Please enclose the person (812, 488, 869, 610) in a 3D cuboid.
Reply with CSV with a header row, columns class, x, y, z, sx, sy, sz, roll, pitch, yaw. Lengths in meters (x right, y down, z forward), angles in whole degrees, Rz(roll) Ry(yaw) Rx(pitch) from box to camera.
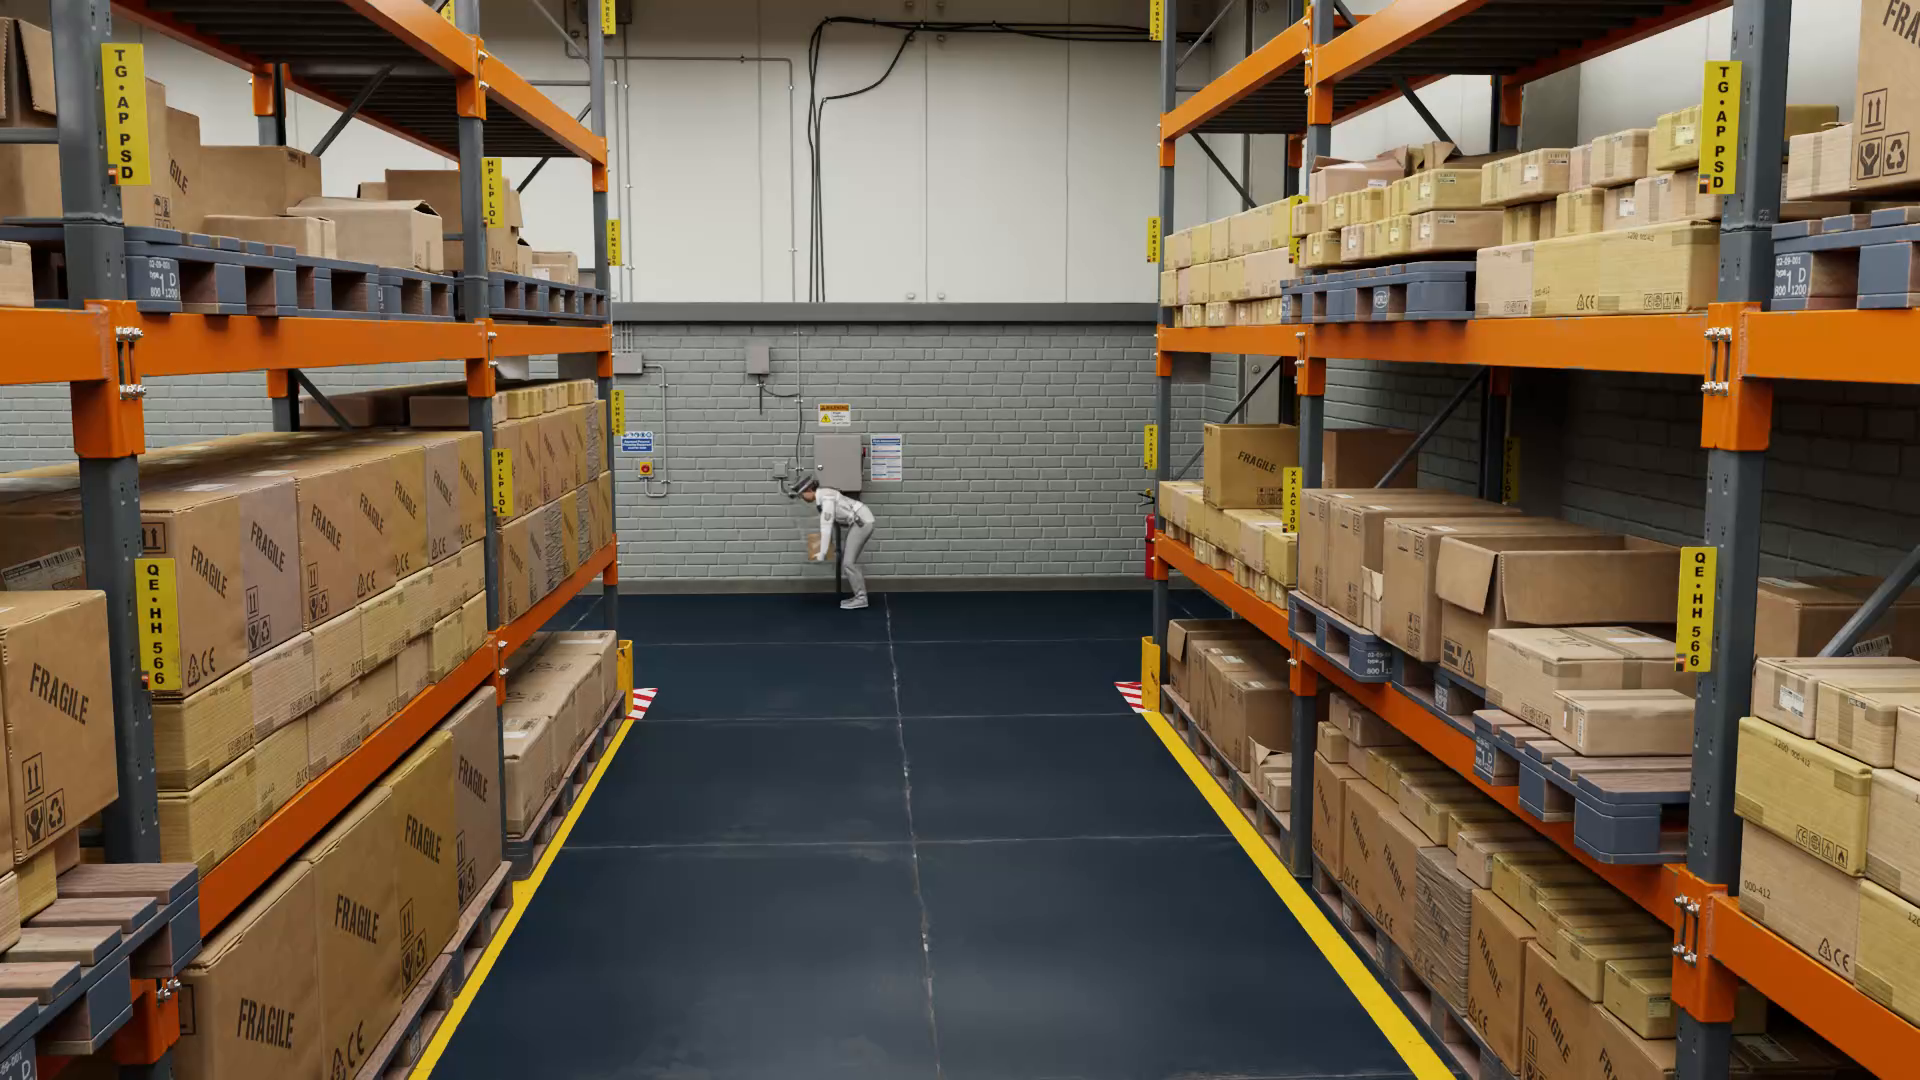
class,x,y,z,sx,sy,sz,roll,pitch,yaw
person,-1.185,0.131,16.921,0.641,1.127,0.401,-1,7,-5
